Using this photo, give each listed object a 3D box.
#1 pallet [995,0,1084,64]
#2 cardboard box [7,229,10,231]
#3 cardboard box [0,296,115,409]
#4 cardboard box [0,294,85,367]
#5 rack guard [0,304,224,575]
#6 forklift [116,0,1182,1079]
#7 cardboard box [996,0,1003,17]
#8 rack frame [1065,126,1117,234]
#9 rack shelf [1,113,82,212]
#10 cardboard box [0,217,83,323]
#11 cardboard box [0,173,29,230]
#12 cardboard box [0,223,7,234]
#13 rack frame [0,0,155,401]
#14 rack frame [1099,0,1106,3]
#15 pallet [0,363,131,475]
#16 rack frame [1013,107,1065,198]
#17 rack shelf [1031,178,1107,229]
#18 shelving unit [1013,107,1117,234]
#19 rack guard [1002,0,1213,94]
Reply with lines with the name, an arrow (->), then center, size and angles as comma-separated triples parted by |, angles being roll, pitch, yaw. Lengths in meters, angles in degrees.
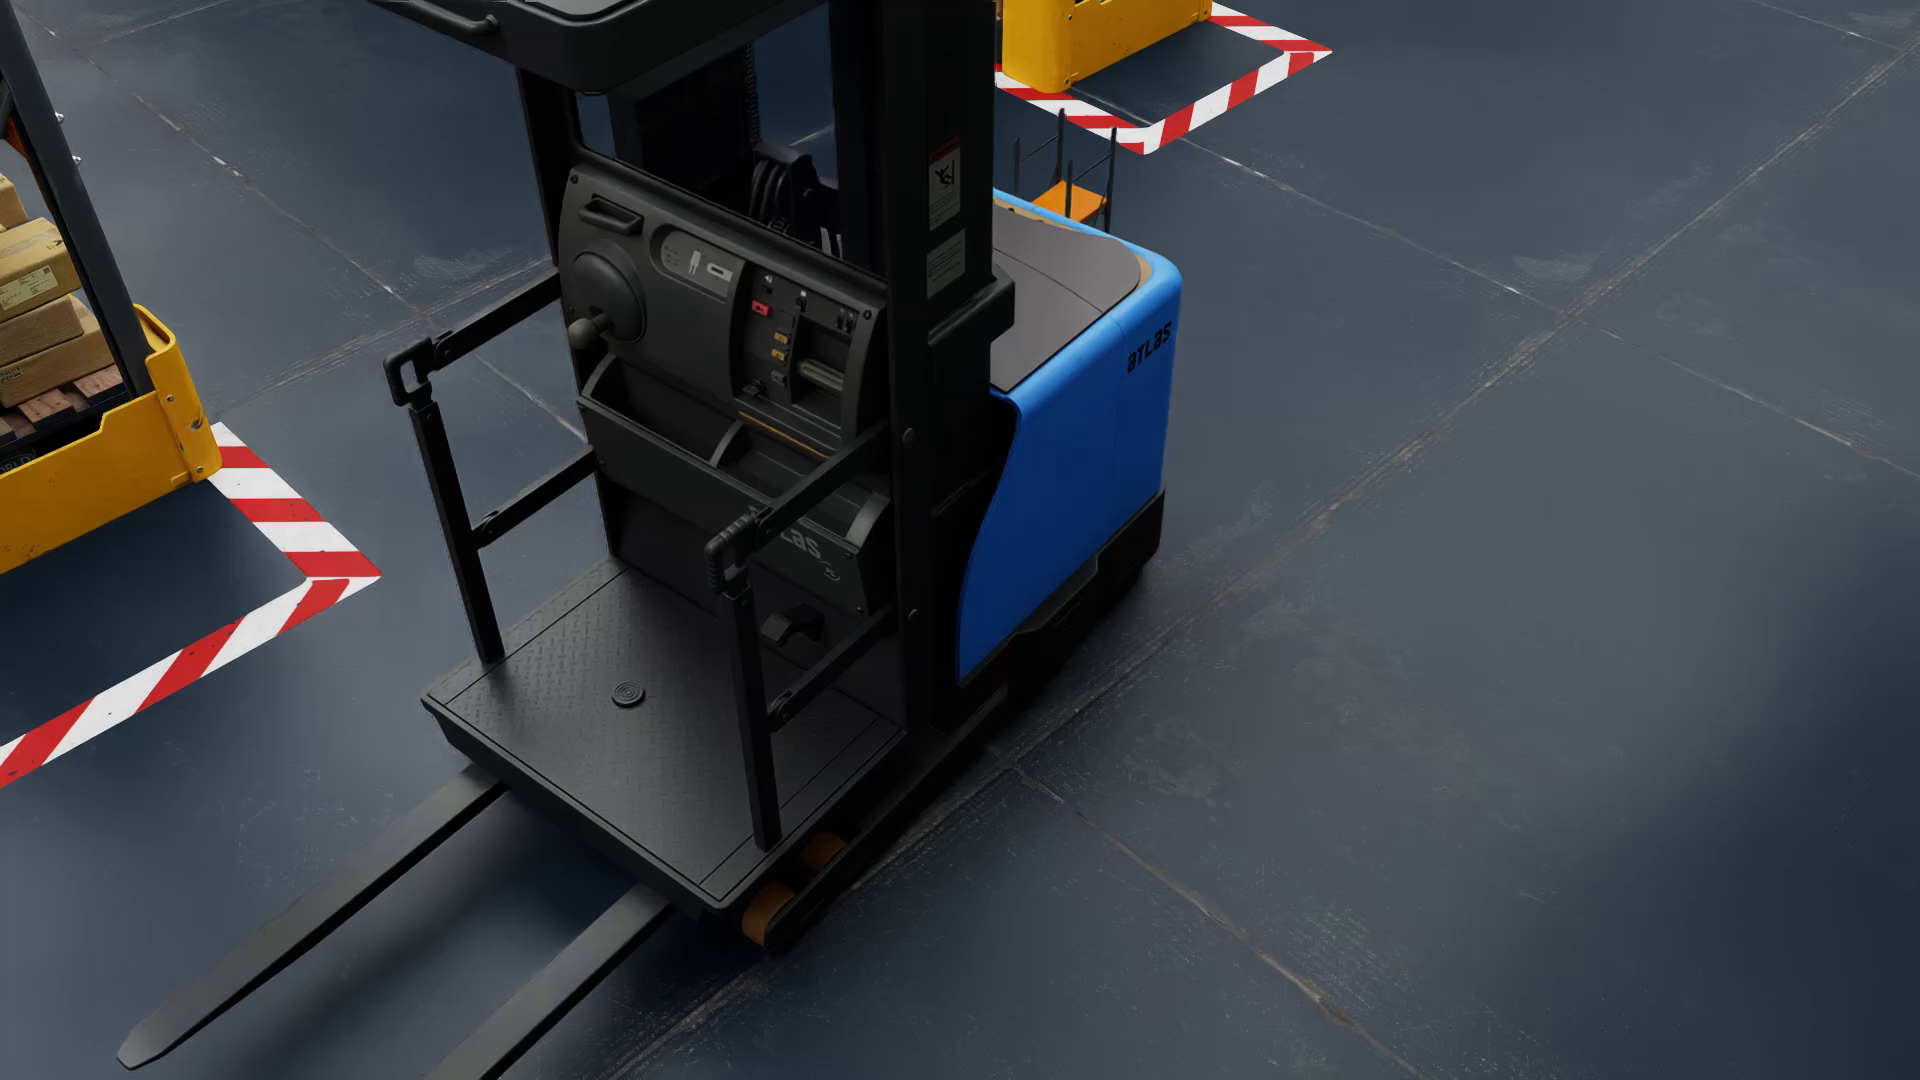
pallet -> 0.062, -2.764, 8.086 | 1.003, 0.211, 1.213 | -34, 53, -31
cardboard box -> -3.582, -1.113, 5.817 | 0.380, 0.149, 0.250 | -32, 52, -30
cardboard box -> -3.044, -0.626, 5.508 | 0.380, 0.149, 0.250 | -33, 52, -31
cardboard box -> -3.089, -0.704, 5.374 | 0.380, 0.149, 0.250 | -32, 51, -30
rack guard -> -2.954, -0.232, 5.132 | 1.175, 0.500, 0.348 | -34, 53, -31
forklift -> -0.683, -0.444, 3.570 | 1.130, 2.935, 3.031 | 28, 49, 27
cardboard box -> 0.174, -3.085, 7.634 | 0.875, 0.875, 0.875 | -34, 53, -31
rack frame -> 0.374, -0.680, 5.102 | 0.006, 1.200, 0.240 | 28, 49, 27
rack shelf -> -4.313, -1.810, 5.529 | 1.077, 0.370, 4.000 | -34, 53, -31
cardboard box -> -3.030, -0.853, 5.316 | 0.250, 0.149, 0.380 | 32, 51, 30
cardboard box -> -3.397, -1.111, 5.595 | 0.250, 0.149, 0.380 | 34, 53, 31
cardboard box -> -3.310, -0.928, 5.397 | 0.380, 0.149, 0.250 | -33, 52, -31
rack frame -> -2.901, -1.113, 4.244 | 1.000, 3.000, 0.127 | -34, 53, -31
rack frame -> 0.682, -3.442, 6.764 | 1.000, 3.000, 0.127 | -34, 53, -31
pallet -> -3.503, -0.533, 5.671 | 1.003, 0.211, 1.213 | -34, 53, -31
rack frame -> 0.229, -0.756, 5.184 | 0.006, 1.200, 0.240 | 28, 49, 27
rack shelf -> 0.302, -0.950, 4.929 | 0.180, 0.103, 0.258 | 28, 49, 27
shelving unit -> 0.302, -0.718, 5.143 | 0.189, 1.200, 0.258 | 28, 49, 27
rack guard -> 0.699, -2.512, 7.600 | 1.175, 0.500, 0.348 | -34, 53, -31
